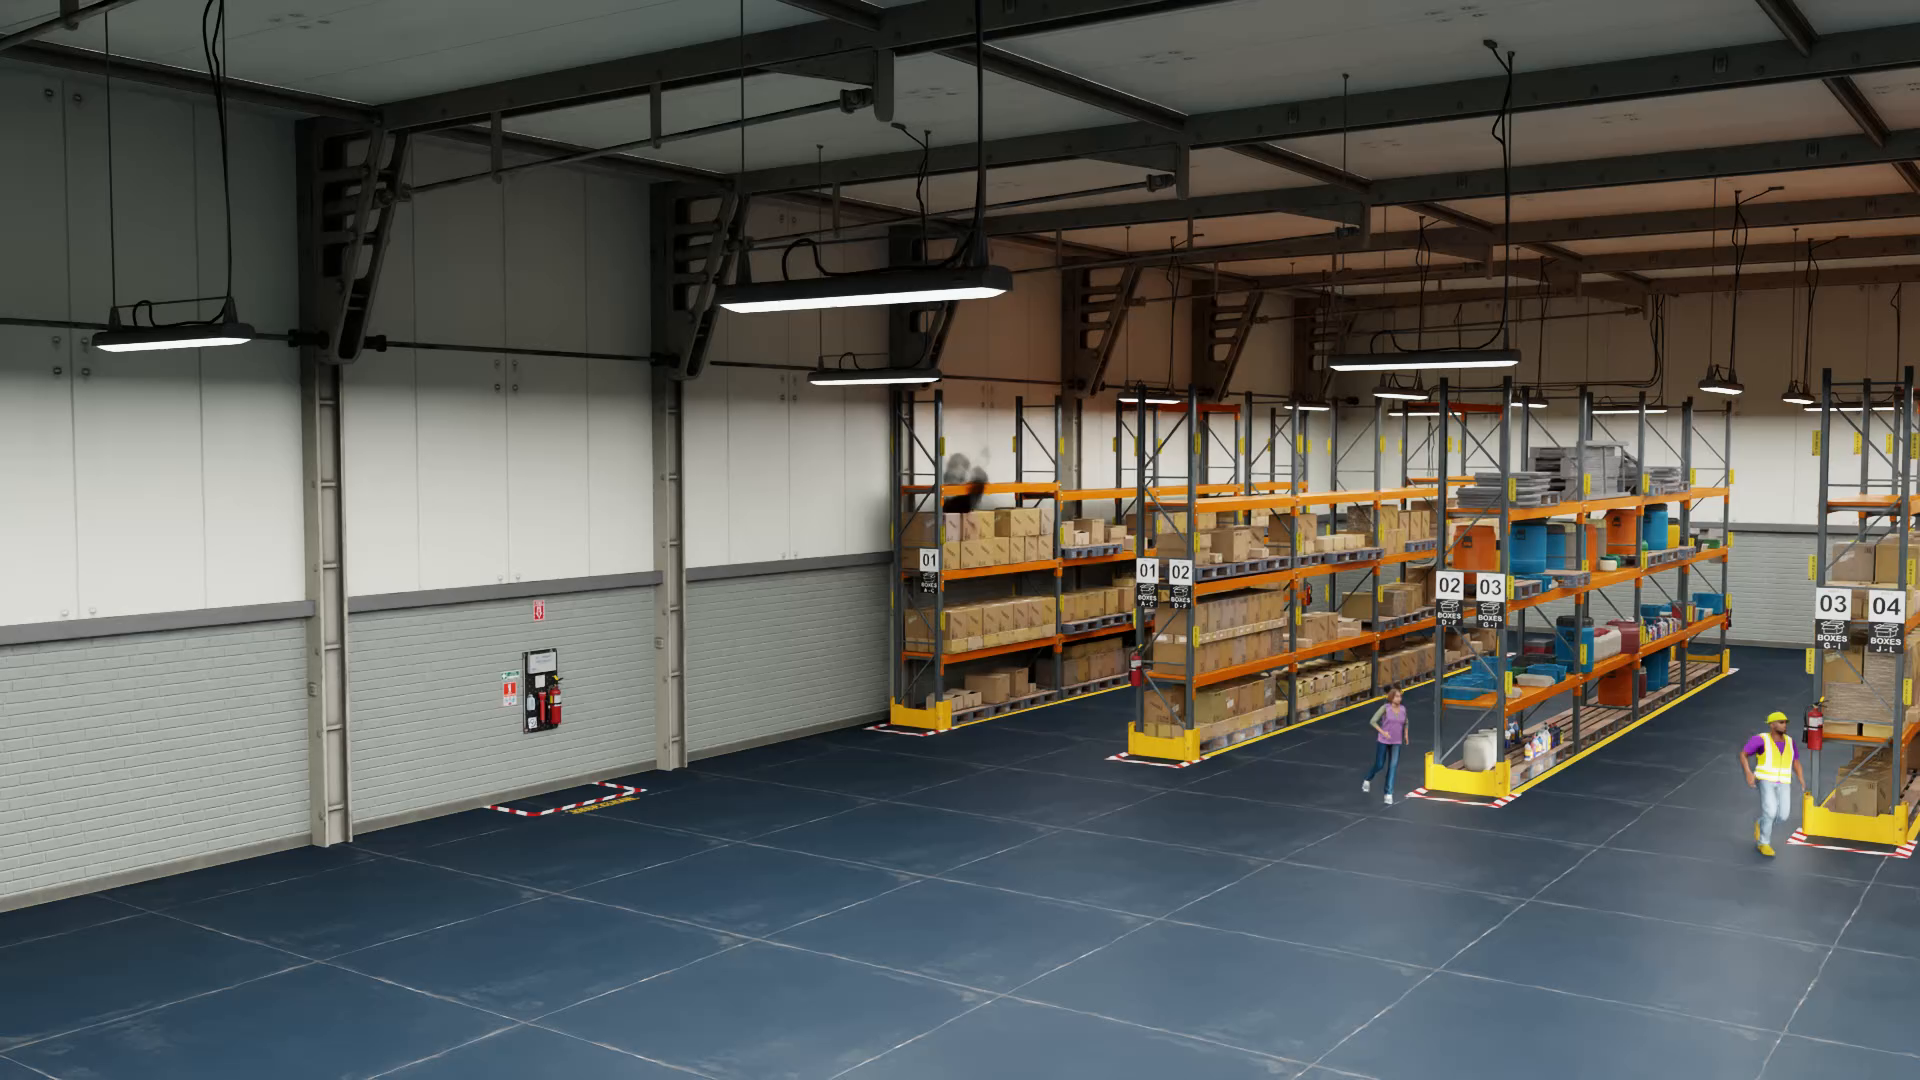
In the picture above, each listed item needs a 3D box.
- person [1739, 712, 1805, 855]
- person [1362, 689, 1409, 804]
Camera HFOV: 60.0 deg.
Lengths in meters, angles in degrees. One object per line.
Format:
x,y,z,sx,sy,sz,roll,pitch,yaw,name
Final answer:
10.067,2.996,20.585,0.759,1.716,0.565,0,3,-1,person
6.100,2.882,23.525,0.604,1.564,0.877,0,3,-4,person
